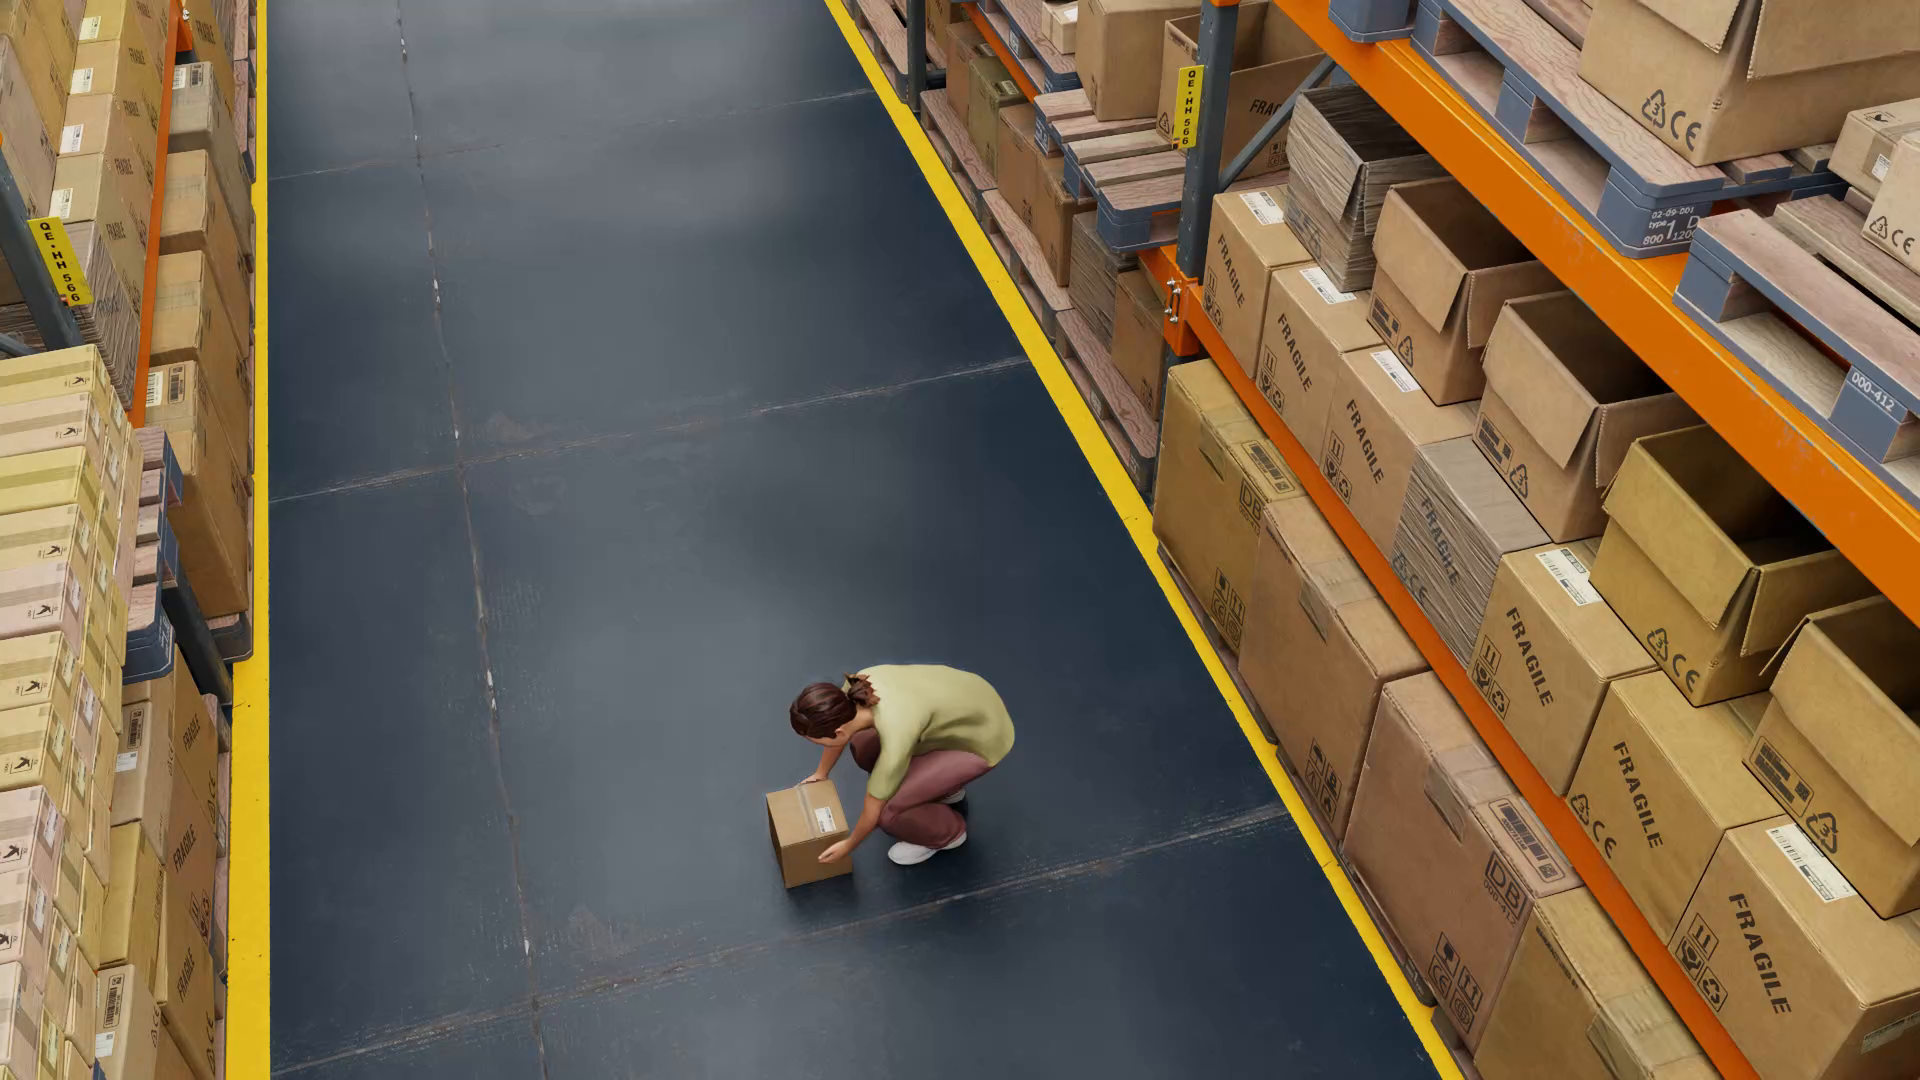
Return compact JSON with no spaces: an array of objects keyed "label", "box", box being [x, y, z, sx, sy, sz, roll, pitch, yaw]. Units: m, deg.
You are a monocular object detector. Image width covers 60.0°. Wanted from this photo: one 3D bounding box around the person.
[{"label":"person","box":[-0.166,0.475,5.660,0.521,1.656,0.407,-13,44,-14]}]
